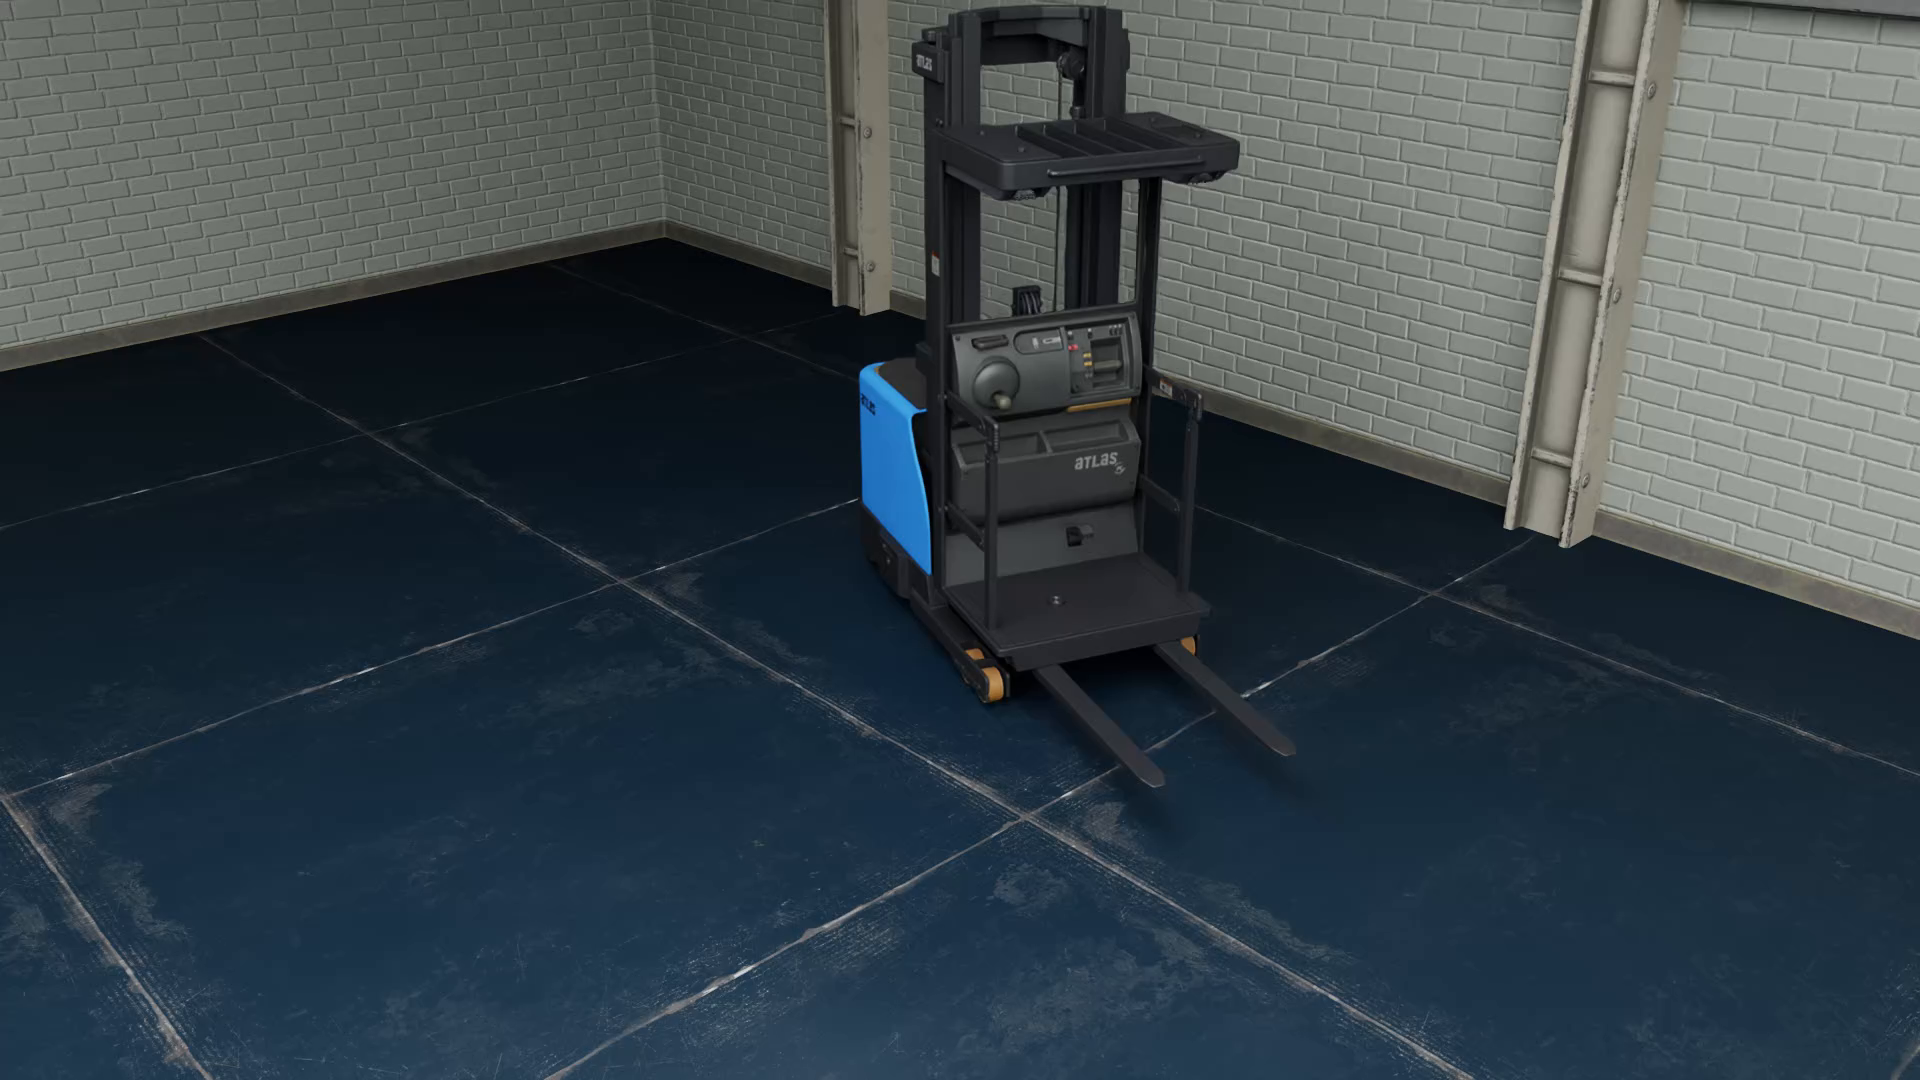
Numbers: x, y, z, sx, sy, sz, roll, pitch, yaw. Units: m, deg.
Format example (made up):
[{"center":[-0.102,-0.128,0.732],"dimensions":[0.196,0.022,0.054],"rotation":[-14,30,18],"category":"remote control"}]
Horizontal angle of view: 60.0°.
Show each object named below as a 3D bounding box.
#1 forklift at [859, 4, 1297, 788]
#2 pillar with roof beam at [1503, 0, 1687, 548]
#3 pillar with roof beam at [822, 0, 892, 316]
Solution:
[{"center":[0.491,-0.787,7.443],"dimensions":[1.130,2.935,3.031],"rotation":[-10,26,-20],"category":"forklift"},{"center":[0.175,-2.929,4.828],"dimensions":[9.100,9.000,0.400],"rotation":[-21,32,-38],"category":"pillar with roof beam"},{"center":[-3.926,-4.747,8.813],"dimensions":[9.100,9.000,0.400],"rotation":[-21,32,-38],"category":"pillar with roof beam"}]
